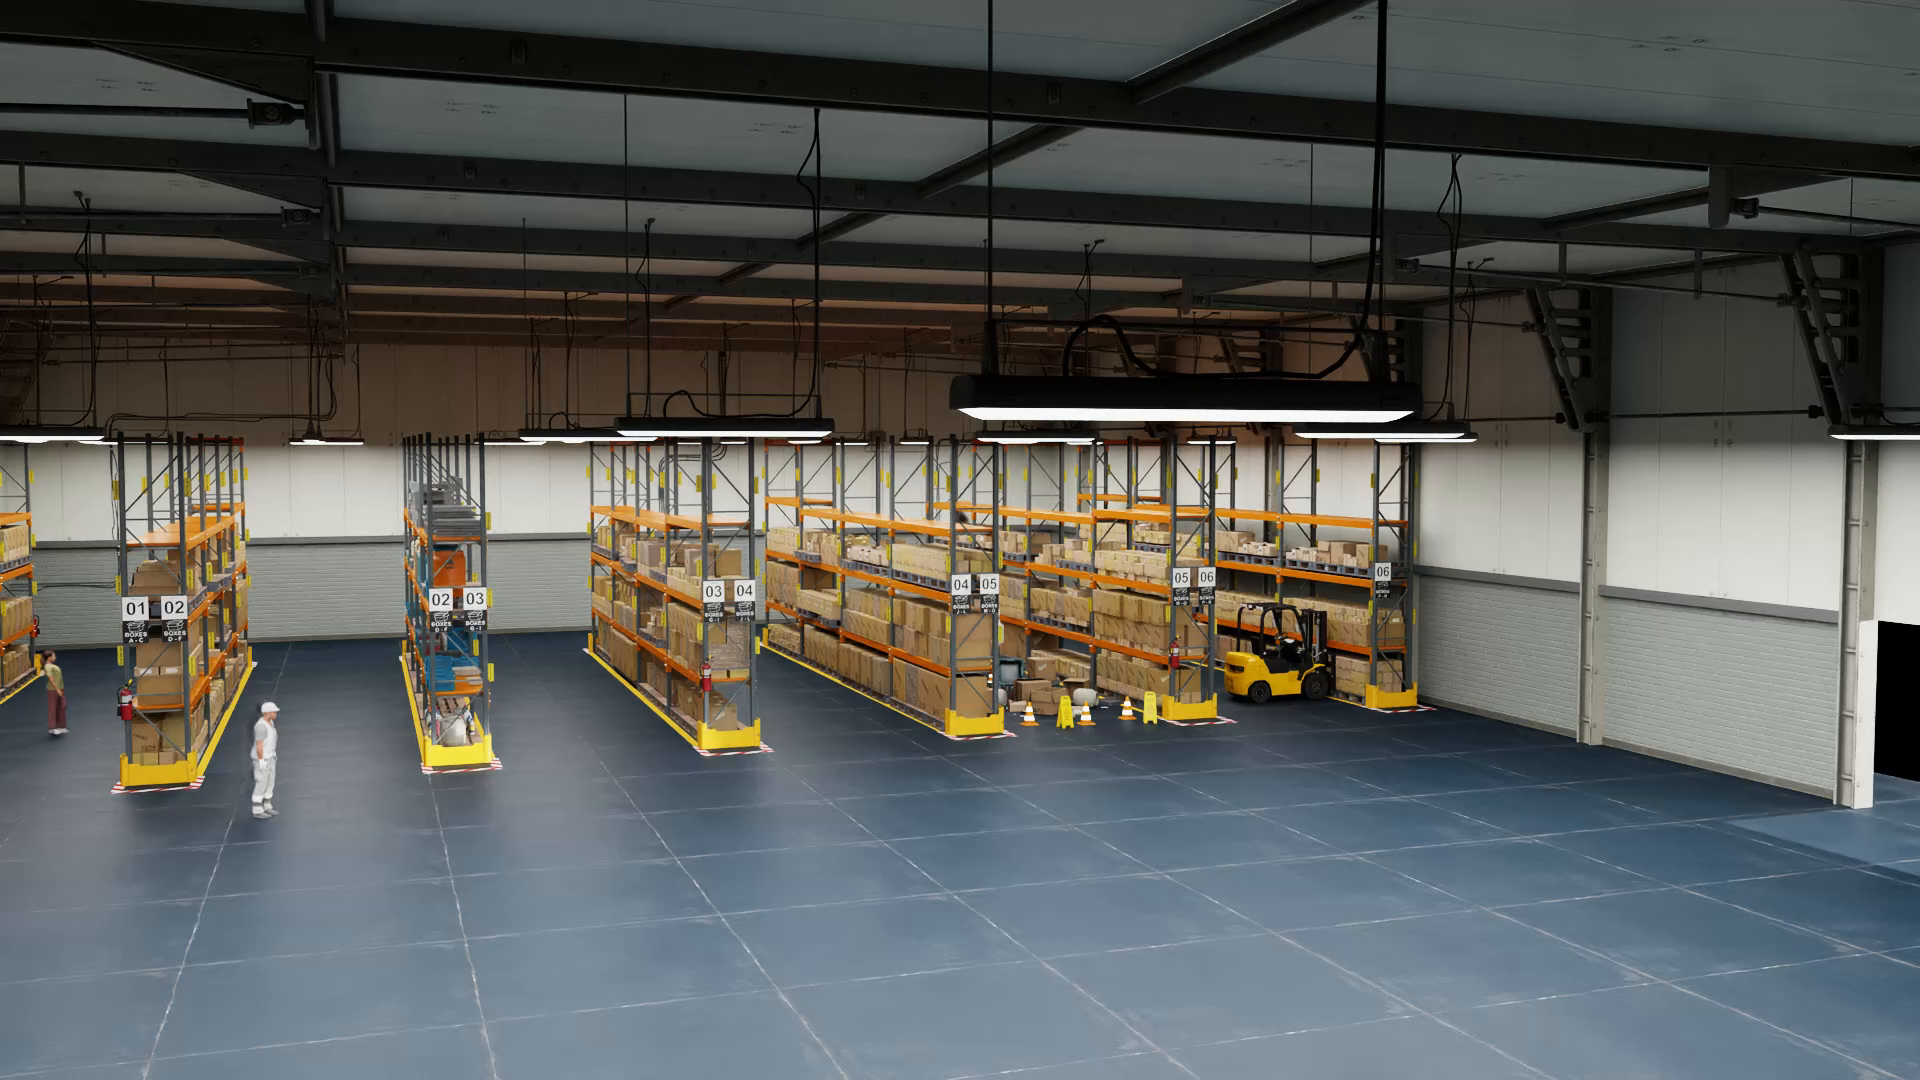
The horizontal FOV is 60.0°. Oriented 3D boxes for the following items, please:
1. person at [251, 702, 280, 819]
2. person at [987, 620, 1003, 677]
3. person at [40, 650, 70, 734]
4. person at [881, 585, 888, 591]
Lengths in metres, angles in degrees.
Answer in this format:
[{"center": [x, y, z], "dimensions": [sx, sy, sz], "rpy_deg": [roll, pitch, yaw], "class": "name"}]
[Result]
[{"center": [-10.752, 3.404, 25.774], "dimensions": [0.438, 1.795, 0.595], "rpy_deg": [0, 3, -3], "class": "person"}, {"center": [0.749, 2.548, 41.297], "dimensions": [0.533, 1.796, 0.689], "rpy_deg": [-2, 4, -32], "class": "person"}, {"center": [-18.118, 3.053, 33.293], "dimensions": [0.493, 1.717, 0.468], "rpy_deg": [0, 3, 3], "class": "person"}, {"center": [-2.025, 2.080, 47.316], "dimensions": [0.590, 1.680, 0.468], "rpy_deg": [1, 3, 22], "class": "person"}]
